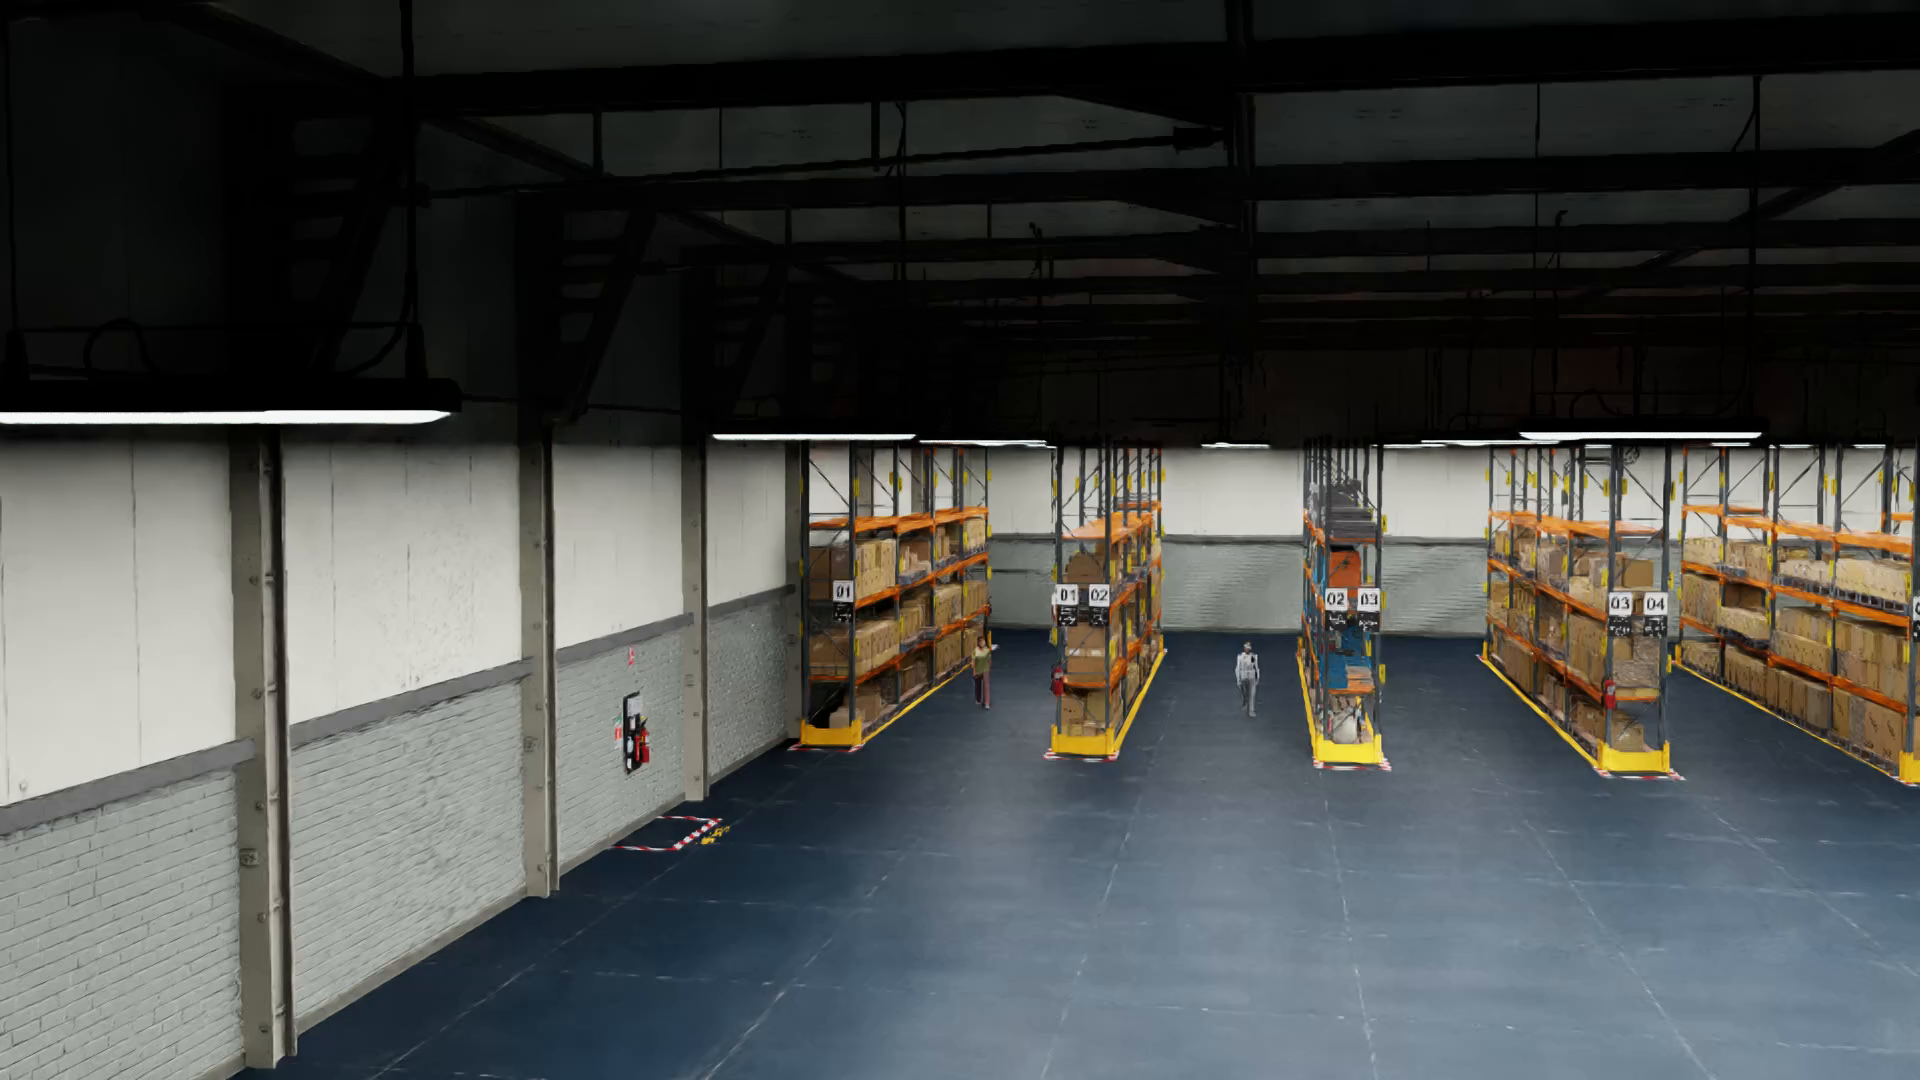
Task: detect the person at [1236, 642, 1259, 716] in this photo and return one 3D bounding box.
[{"bbox_3d":[6.190,2.967,35.879,0.482,1.589,1.086,1,3,12],"label":"person"}]

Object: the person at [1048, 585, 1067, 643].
[{"bbox_3d":[2.973,2.169,49.284,0.744,1.752,0.570,-3,4,-39],"label":"person"}]

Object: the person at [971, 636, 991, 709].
[{"bbox_3d":[0.462,2.914,36.822,0.445,1.604,1.017,0,3,2],"label":"person"}]
